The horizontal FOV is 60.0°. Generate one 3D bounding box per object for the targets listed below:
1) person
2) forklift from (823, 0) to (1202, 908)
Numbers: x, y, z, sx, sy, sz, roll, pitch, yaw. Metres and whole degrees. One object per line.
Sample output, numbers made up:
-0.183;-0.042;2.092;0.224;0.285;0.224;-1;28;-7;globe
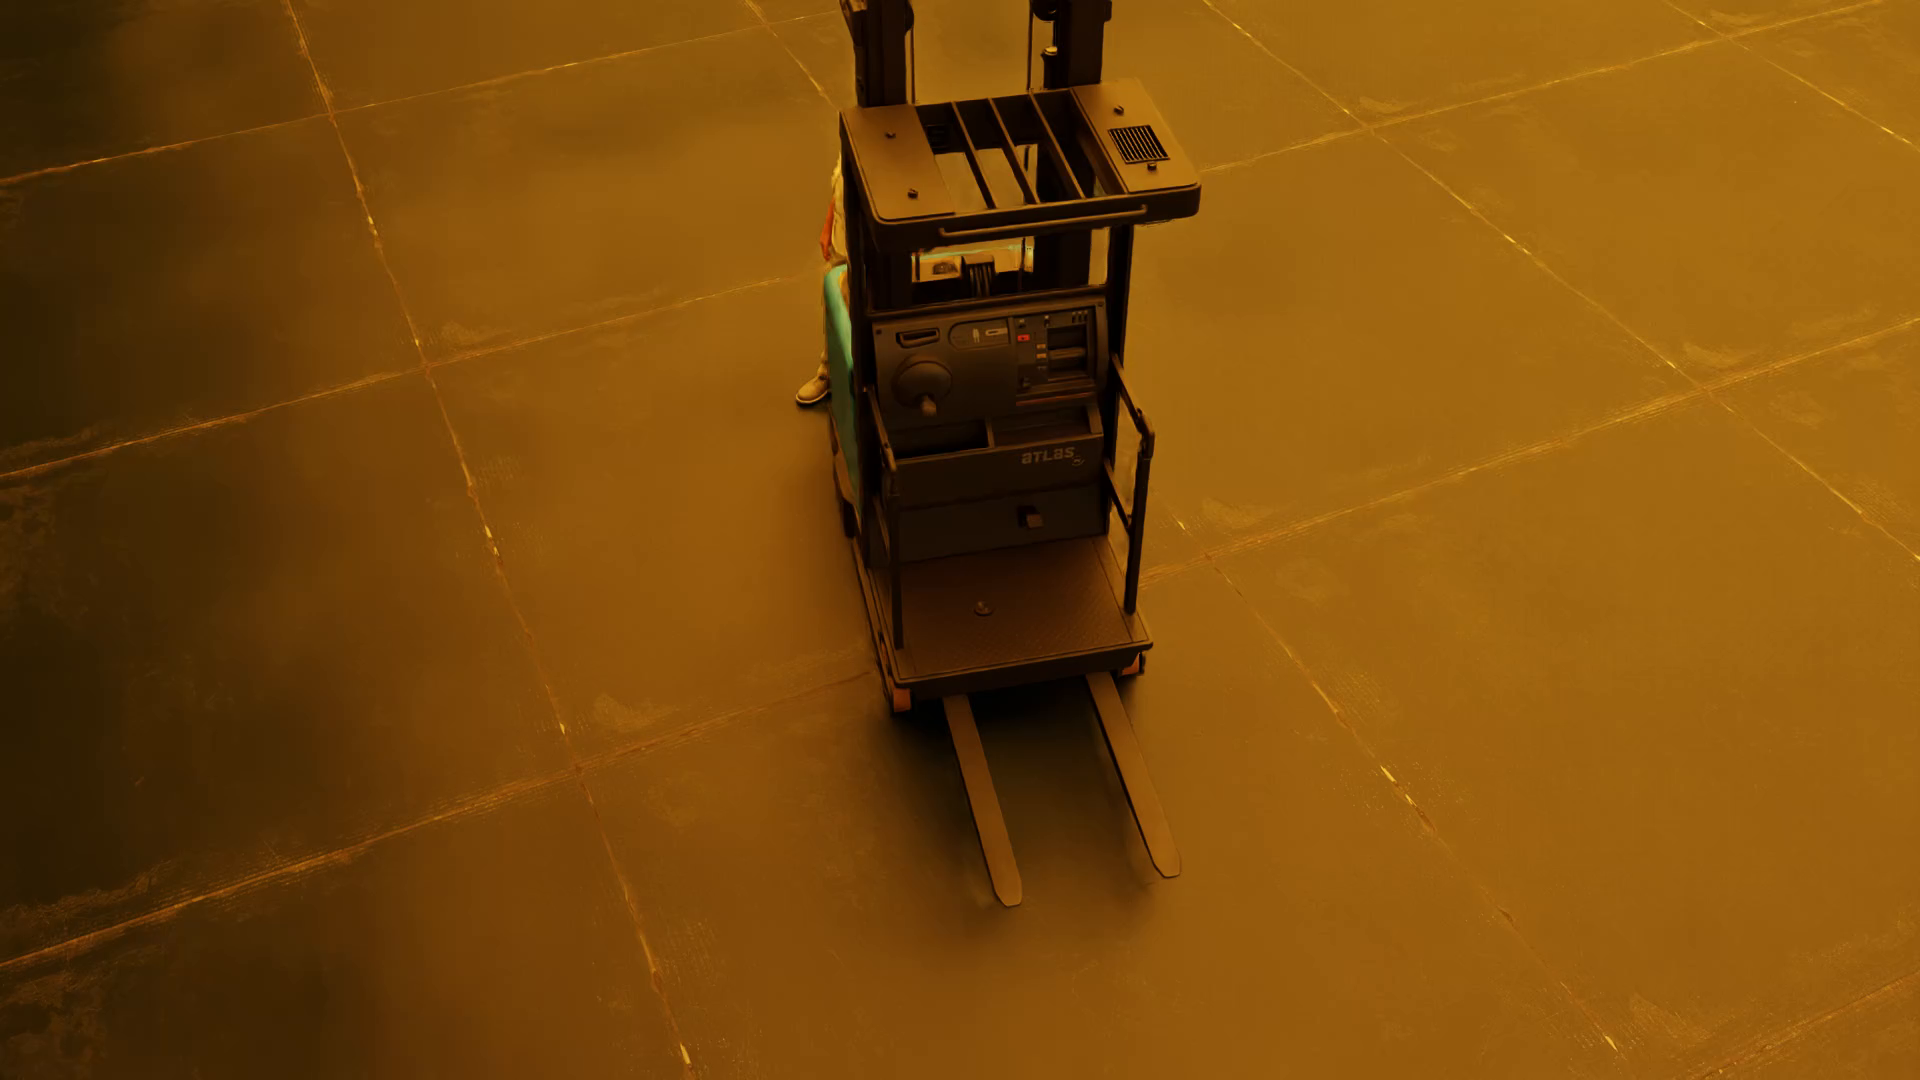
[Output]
-0.478;-1.358;8.052;0.599;1.670;0.529;26;49;25;person
0.171;-0.626;6.351;1.130;2.935;3.031;-8;44;-9;forklift
